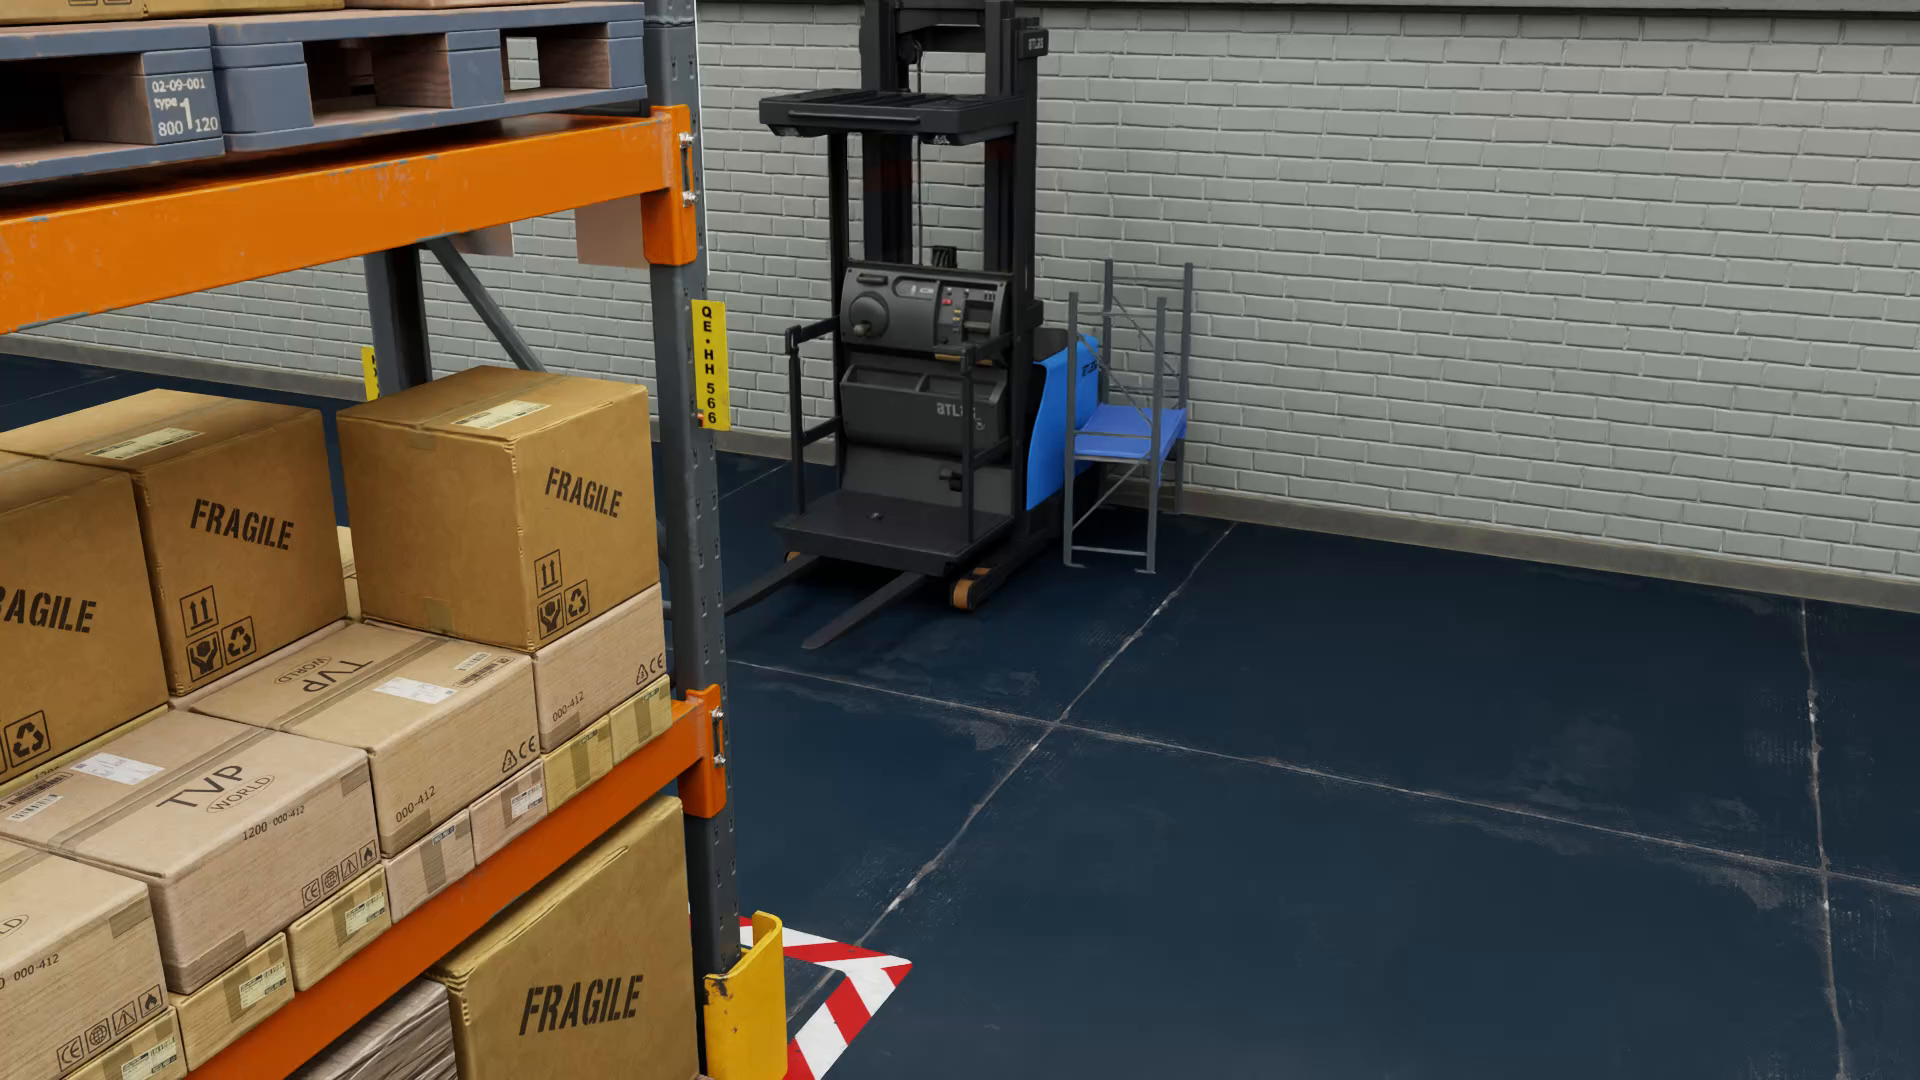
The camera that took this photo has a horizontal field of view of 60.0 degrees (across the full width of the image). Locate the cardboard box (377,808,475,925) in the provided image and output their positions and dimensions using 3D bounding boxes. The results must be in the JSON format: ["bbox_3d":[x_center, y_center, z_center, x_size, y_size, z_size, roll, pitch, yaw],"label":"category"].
[{"bbox_3d":[-1.267,0.651,3.536,0.380,0.149,0.250,9,21,24],"label":"cardboard box"}]

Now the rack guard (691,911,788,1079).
[{"bbox_3d":[-1.100,1.316,5.021,1.175,0.500,0.348,9,21,23],"label":"rack guard"}]

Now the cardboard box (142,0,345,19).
[{"bbox_3d":[-1.614,-1.237,3.070,0.700,0.500,0.500,8,21,21],"label":"cardboard box"}]

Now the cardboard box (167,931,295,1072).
[{"bbox_3d":[-1.477,0.810,3.089,0.380,0.149,0.250,9,21,23],"label":"cardboard box"}]

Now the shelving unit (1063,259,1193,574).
[{"bbox_3d":[0.941,-0.715,9.242,0.538,1.500,1.048,5,20,14],"label":"shelving unit"}]

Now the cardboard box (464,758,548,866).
[{"bbox_3d":[-1.164,0.575,3.750,0.380,0.149,0.250,9,21,23],"label":"cardboard box"}]

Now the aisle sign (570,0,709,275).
[{"bbox_3d":[-0.806,-1.060,4.092,0.394,0.787,0.004,9,21,23],"label":"aisle sign"}]

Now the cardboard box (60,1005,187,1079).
[{"bbox_3d":[-1.581,0.886,2.876,0.380,0.149,0.250,9,21,24],"label":"cardboard box"}]

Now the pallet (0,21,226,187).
[{"bbox_3d":[-1.902,-0.623,2.400,1.003,0.211,1.213,9,21,23],"label":"pallet"}]

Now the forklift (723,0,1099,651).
[{"bbox_3d":[-0.288,-1.185,8.428,1.130,2.935,3.031,9,22,25],"label":"forklift"}]

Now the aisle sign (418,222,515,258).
[{"bbox_3d":[-1.354,-1.142,4.323,0.394,0.787,0.004,9,21,23],"label":"aisle sign"}]

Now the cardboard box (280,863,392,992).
[{"bbox_3d":[-1.372,0.731,3.312,0.380,0.149,0.250,8,21,21],"label":"cardboard box"}]

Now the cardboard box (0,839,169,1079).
[{"bbox_3d":[-1.692,0.732,2.715,0.500,0.250,0.500,9,21,23],"label":"cardboard box"}]

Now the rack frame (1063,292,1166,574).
[{"bbox_3d":[0.807,-0.551,8.780,0.500,1.500,0.032,5,20,14],"label":"rack frame"}]

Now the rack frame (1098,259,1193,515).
[{"bbox_3d":[1.074,-0.880,9.704,0.500,1.500,0.032,5,20,14],"label":"rack frame"}]

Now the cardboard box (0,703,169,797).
[{"bbox_3d":[-1.968,0.499,3.368,0.500,0.250,0.500,8,21,21],"label":"cardboard box"}]

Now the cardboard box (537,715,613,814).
[{"bbox_3d":[-1.060,0.498,3.966,0.380,0.149,0.250,9,21,23],"label":"cardboard box"}]

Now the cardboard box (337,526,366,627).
[{"bbox_3d":[-1.552,0.186,4.248,0.500,0.250,0.500,8,21,21],"label":"cardboard box"}]

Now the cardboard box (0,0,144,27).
[{"bbox_3d":[-1.781,-1.073,2.607,0.700,0.500,0.500,7,21,19],"label":"cardboard box"}]

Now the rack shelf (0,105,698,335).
[{"bbox_3d":[-1.928,-0.317,2.480,1.077,0.370,4.000,9,21,23],"label":"rack shelf"}]

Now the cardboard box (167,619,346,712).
[{"bbox_3d":[-1.759,0.346,3.799,0.500,0.250,0.500,8,21,22],"label":"cardboard box"}]

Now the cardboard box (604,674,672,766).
[{"bbox_3d":[-0.955,0.418,4.190,0.380,0.149,0.250,9,21,24],"label":"cardboard box"}]

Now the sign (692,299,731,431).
[{"bbox_3d":[-0.620,-0.432,4.126,0.100,0.325,0.005,9,21,23],"label":"sign"}]

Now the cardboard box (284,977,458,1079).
[{"bbox_3d":[-1.671,1.434,3.504,0.875,0.875,0.875,9,21,23],"label":"cardboard box"}]

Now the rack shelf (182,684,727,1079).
[{"bbox_3d":[-1.928,1.096,2.983,1.077,0.370,4.000,9,21,23],"label":"rack shelf"}]

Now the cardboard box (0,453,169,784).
[{"bbox_3d":[-1.964,0.145,3.245,0.500,0.500,0.500,8,21,21],"label":"cardboard box"}]

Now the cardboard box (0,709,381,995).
[{"bbox_3d":[-1.482,0.572,3.164,0.500,0.250,0.500,8,21,21],"label":"cardboard box"}]

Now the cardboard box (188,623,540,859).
[{"bbox_3d":[-1.274,0.416,3.602,0.500,0.250,0.500,8,21,22],"label":"cardboard box"}]

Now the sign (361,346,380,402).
[{"bbox_3d":[-1.613,-0.377,4.642,0.100,0.325,0.005,9,21,23],"label":"sign"}]

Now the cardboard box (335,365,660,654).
[{"bbox_3d":[-1.069,-0.092,3.911,0.500,0.500,0.500,9,21,23],"label":"cardboard box"}]

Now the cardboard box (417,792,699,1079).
[{"bbox_3d":[-1.298,1.156,4.286,0.875,0.875,0.875,9,21,23],"label":"cardboard box"}]

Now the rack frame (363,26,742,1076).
[{"bbox_3d":[-1.109,0.146,4.581,1.000,3.000,0.127,9,21,23],"label":"rack frame"}]

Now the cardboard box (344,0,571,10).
[{"bbox_3d":[-1.273,-1.393,3.507,0.700,0.500,0.500,7,21,19],"label":"cardboard box"}]

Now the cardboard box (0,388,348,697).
[{"bbox_3d":[-1.757,-0.014,3.693,0.500,0.500,0.500,8,21,21],"label":"cardboard box"}]

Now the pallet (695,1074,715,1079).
[{"bbox_3d":[-1.365,1.715,4.331,1.003,0.211,1.213,9,21,23],"label":"pallet"}]

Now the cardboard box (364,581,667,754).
[{"bbox_3d":[-1.066,0.261,4.038,0.500,0.250,0.500,8,21,22],"label":"cardboard box"}]

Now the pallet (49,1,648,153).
[{"bbox_3d":[-1.404,-0.997,3.452,1.003,0.211,1.213,9,21,23],"label":"pallet"}]

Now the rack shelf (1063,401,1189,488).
[{"bbox_3d":[0.941,-0.546,9.302,0.538,0.185,1.000,5,20,14],"label":"rack shelf"}]

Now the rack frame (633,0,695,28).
[{"bbox_3d":[-1.109,-2.680,3.576,1.000,3.000,0.127,9,21,23],"label":"rack frame"}]
